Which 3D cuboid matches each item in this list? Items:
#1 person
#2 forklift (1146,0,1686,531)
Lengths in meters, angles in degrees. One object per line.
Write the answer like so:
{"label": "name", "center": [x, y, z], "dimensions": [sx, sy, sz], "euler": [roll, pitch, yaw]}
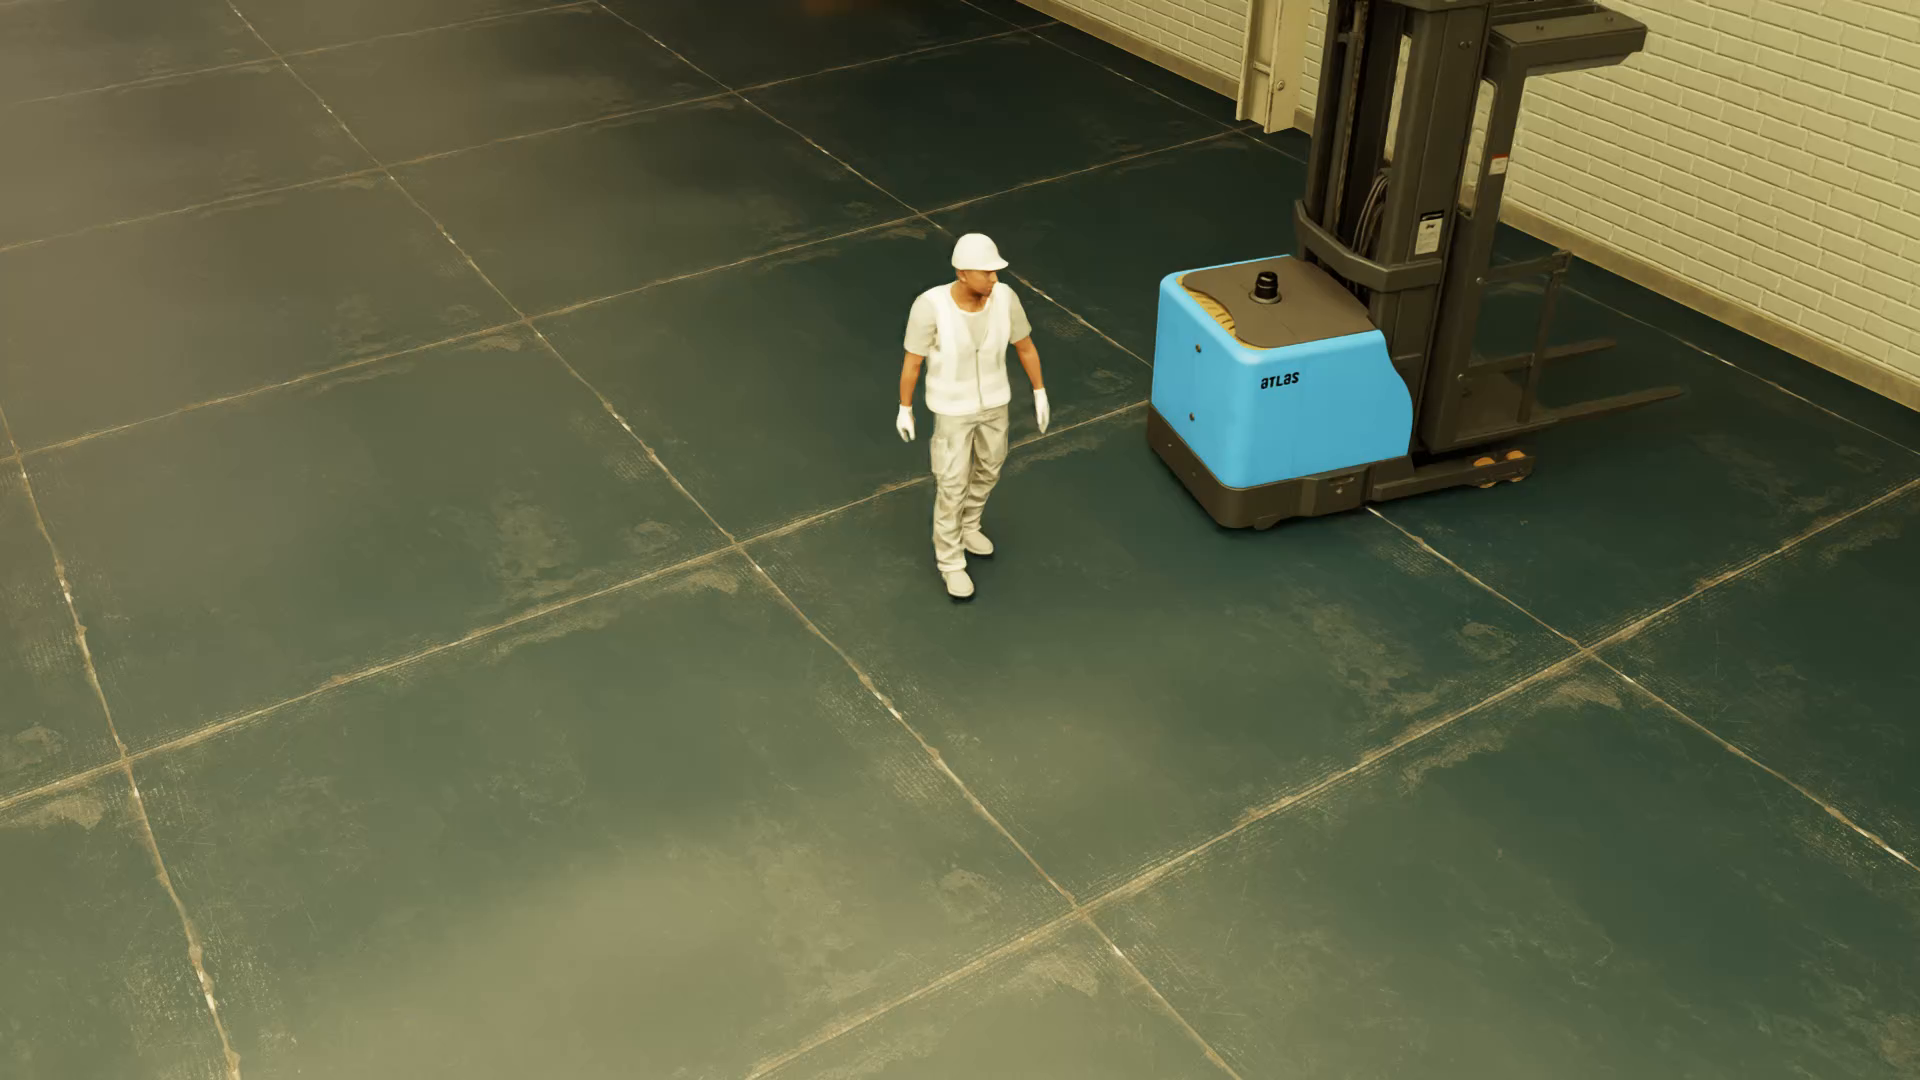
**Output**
{"label": "person", "center": [0.096, -0.608, 8.037], "dimensions": [0.721, 1.771, 0.610], "euler": [-16, 38, -22]}
{"label": "forklift", "center": [2.623, -1.759, 8.652], "dimensions": [3.031, 2.935, 1.130], "euler": [-12, 37, -16]}
